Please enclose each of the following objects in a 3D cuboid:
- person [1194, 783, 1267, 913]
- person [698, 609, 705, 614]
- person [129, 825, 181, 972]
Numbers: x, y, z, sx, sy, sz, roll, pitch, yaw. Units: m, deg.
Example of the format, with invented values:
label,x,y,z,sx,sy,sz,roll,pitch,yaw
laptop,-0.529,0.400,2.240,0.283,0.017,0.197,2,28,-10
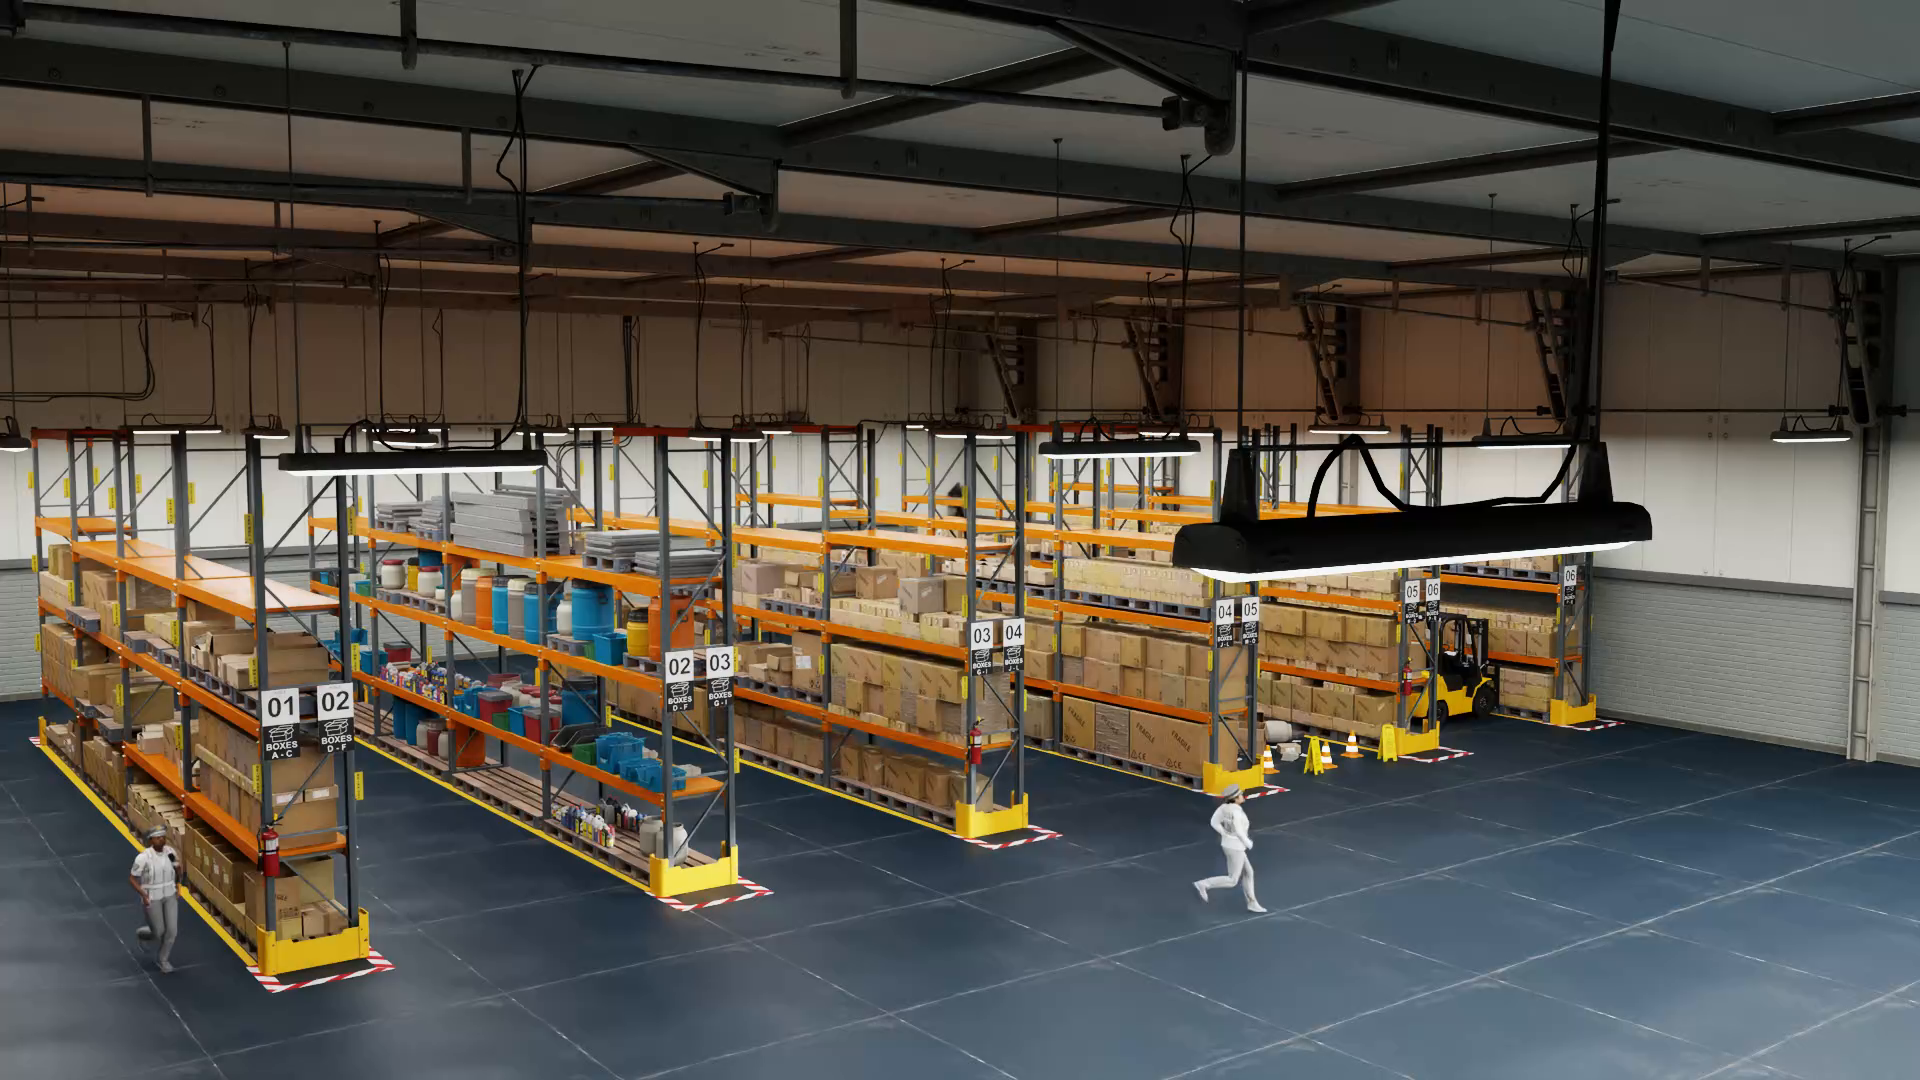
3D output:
label,x,y,z,sx,sy,sz,roll,pitch,yaw
person,3.400,3.884,20.838,0.995,1.691,0.596,-1,5,-9
person,-6.192,2.451,39.573,0.615,1.592,0.689,-1,5,-10
person,-9.109,4.039,18.876,0.602,1.665,0.583,4,6,40
